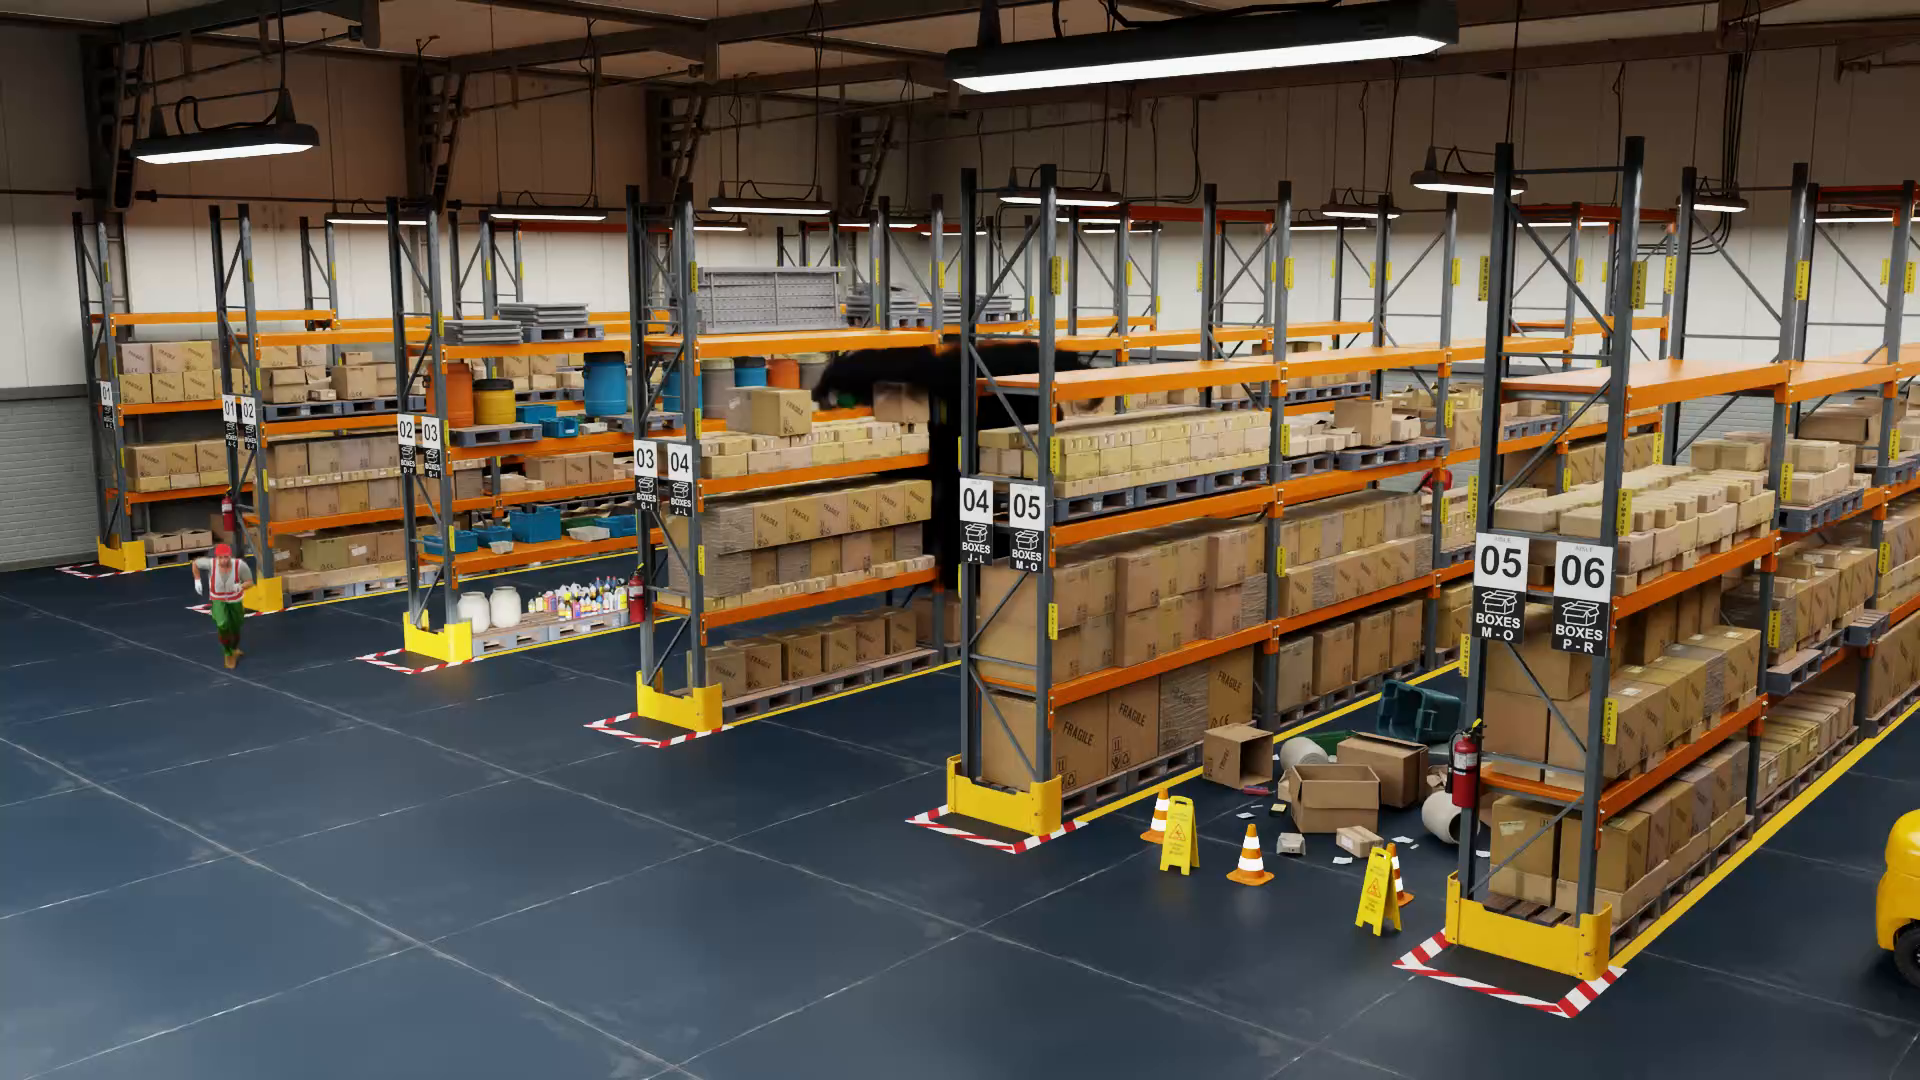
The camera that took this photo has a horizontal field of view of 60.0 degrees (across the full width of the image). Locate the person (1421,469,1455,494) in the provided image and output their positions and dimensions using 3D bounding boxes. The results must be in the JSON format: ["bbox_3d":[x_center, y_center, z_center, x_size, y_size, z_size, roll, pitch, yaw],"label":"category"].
[{"bbox_3d":[8.586,-0.621,29.829,0.676,1.732,0.978,-1,10,-5],"label":"person"}]

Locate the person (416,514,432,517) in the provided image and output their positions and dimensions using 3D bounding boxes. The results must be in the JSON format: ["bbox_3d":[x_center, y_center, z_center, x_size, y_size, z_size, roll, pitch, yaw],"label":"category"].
[{"bbox_3d":[-9.703,-0.511,29.733,0.603,1.529,0.913,1,10,7],"label":"person"}]

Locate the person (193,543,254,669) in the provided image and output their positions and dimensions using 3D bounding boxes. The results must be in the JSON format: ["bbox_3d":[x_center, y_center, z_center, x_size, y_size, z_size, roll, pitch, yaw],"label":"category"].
[{"bbox_3d":[-9.457,0.830,21.412,0.711,1.685,0.991,-4,10,-21],"label":"person"}]
